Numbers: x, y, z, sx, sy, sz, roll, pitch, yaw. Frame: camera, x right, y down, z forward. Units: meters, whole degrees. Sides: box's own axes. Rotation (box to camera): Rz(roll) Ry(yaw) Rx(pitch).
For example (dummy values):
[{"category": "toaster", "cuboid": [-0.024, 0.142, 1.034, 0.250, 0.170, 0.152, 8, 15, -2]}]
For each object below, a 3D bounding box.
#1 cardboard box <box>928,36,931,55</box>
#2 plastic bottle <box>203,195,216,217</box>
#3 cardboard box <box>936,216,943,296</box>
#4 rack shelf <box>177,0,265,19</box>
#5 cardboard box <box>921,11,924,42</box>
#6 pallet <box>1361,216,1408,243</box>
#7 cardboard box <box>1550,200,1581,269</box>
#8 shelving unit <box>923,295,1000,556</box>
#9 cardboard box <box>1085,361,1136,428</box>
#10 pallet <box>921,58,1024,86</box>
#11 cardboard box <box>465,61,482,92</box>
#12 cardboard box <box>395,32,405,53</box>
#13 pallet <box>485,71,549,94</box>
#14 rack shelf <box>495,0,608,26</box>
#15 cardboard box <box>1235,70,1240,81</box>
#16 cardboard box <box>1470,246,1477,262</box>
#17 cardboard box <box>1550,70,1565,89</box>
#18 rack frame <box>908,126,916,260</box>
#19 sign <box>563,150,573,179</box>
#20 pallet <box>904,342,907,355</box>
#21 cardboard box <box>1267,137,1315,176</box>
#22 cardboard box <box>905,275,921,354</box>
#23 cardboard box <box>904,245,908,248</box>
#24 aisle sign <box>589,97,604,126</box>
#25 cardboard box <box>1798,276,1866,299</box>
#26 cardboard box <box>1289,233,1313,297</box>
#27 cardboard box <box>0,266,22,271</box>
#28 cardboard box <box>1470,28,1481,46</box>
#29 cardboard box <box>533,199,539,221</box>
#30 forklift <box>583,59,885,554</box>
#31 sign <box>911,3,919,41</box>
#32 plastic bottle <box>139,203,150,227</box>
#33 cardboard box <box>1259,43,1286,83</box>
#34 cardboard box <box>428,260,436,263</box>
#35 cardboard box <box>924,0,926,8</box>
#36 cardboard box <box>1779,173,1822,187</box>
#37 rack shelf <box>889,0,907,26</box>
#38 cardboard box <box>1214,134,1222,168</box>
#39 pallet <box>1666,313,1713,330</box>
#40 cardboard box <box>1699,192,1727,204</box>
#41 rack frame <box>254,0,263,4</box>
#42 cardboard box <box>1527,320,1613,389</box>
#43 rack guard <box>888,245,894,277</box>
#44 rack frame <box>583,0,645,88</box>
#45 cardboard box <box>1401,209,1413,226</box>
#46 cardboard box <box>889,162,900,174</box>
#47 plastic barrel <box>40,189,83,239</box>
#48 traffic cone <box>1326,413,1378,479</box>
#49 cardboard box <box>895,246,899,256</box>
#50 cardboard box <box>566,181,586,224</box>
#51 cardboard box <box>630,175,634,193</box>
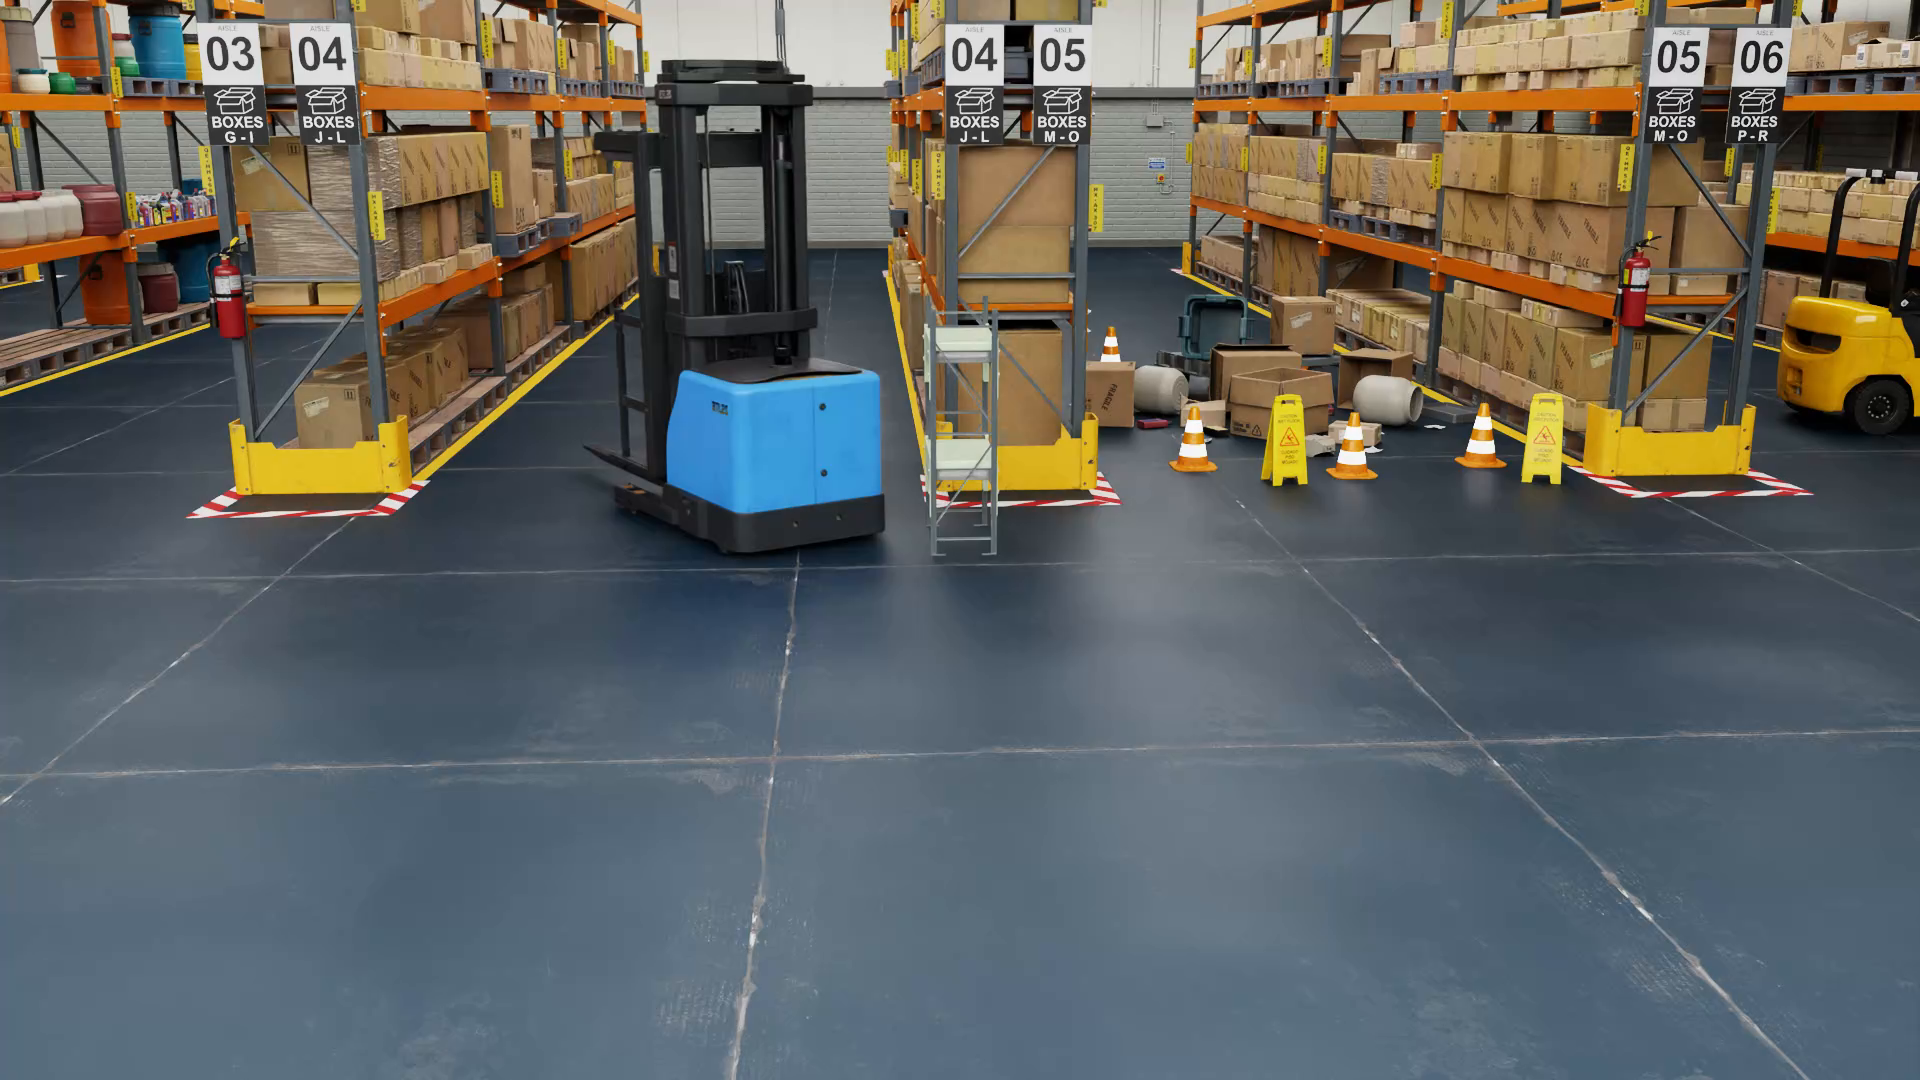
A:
[{"category": "cardboard box", "cuboid": [-0.058, -3.896, 13.089, 0.380, 0.149, 0.250, -1, 14, -3]}, {"category": "plastic bottle", "cuboid": [-9.854, -4.419, 21.782, 0.144, 0.351, 0.185, -1, 14, -3]}, {"category": "cardboard box", "cuboid": [0.271, -2.157, 12.589, 0.875, 0.550, 0.550, -1, 14, -3]}, {"category": "rack shelf", "cuboid": [-10.373, -7.573, 24.149, 1.077, 0.370, 4.000, -1, 14, -3]}, {"category": "cardboard box", "cuboid": [-0.069, -4.376, 14.154, 0.500, 0.250, 0.500, -1, 14, -4]}, {"category": "pallet", "cuboid": [4.997, -3.363, 17.962, 1.003, 0.211, 1.213, -1, 14, -3]}, {"category": "cardboard box", "cuboid": [4.994, -2.406, 13.059, 0.500, 0.500, 0.500, -1, 14, -3]}, {"category": "shelving unit", "cuboid": [0.000, -0.725, 10.333, 0.431, 1.500, 0.755, -1, 14, -3]}, {"category": "cardboard box", "cuboid": [1.268, -1.272, 14.460, 0.500, 0.500, 0.500, 2, 15, 6]}, {"category": "pallet", "cuboid": [0.187, -4.057, 14.434, 1.003, 0.211, 1.213, -1, 14, -3]}, {"category": "cardboard box", "cuboid": [-4.521, -4.070, 14.608, 0.500, 0.250, 0.500, 0, 14, -1]}, {"category": "cardboard box", "cuboid": [-4.363, -3.706, 12.392, 0.380, 0.149, 0.250, -1, 14, -4]}, {"category": "pallet", "cuboid": [-4.809, -4.574, 16.643, 1.213, 0.211, 1.003, -1, 14, -3]}, {"category": "rack shelf", "cuboid": [-5.181, -6.655, 20.579, 1.077, 0.370, 4.000, -1, 14, -3]}, {"category": "cardboard box", "cuboid": [4.210, -6.745, 24.162, 0.380, 0.149, 0.250, -1, 14, -2]}, {"category": "cardboard box", "cuboid": [4.895, -2.620, 15.194, 0.380, 0.149, 0.250, -1, 14, -4]}, {"category": "cardboard box", "cuboid": [4.976, -3.692, 13.341, 0.380, 0.149, 0.250, -1, 14, -5]}, {"category": "rack frame", "cuboid": [-0.101, -3.846, 19.454, 1.000, 3.000, 0.127, -1, 14, -3]}, {"category": "sign", "cuboid": [-4.516, -4.328, 19.161, 0.100, 0.325, 0.005, -1, 14, -3]}, {"category": "pallet", "cuboid": [-0.127, -2.298, 19.035, 1.003, 0.211, 1.213, -1, 14, -3]}, {"category": "cardboard box", "cuboid": [4.414, -5.110, 22.160, 0.500, 0.500, 0.500, -1, 14, -5]}, {"category": "cardboard box", "cuboid": [-0.037, -2.358, 17.343, 1.050, 0.750, 0.750, -1, 14, -3]}, {"category": "cardboard box", "cuboid": [-0.463, -3.620, 21.245, 0.500, 0.250, 0.500, -1, 14, -2]}, {"category": "aisle sign", "cuboid": [-5.857, -7.056, 26.715, 0.394, 0.787, 0.004, -1, 14, -3]}, {"category": "cardboard box", "cuboid": [9.903, -2.593, 18.508, 0.875, 0.625, 0.625, -1, 15, -6]}, {"category": "cardboard box", "cuboid": [4.823, -3.517, 21.596, 0.875, 0.875, 0.875, -1, 14, -3]}, {"category": "cardboard box", "cuboid": [-15.161, -4.503, 26.142, 0.500, 0.500, 0.500, -1, 14, -3]}, {"category": "cardboard box", "cuboid": [4.820, -4.522, 14.967, 0.380, 0.149, 0.250, 0, 14, -2]}, {"category": "cardboard box", "cuboid": [-4.685, -3.522, 17.623, 0.396, 0.266, 0.258, -1, 14, -5]}, {"category": "forklift", "cuboid": [-1.705, -1.648, 11.051, 1.130, 2.935, 3.031, -9, 17, -32]}, {"category": "sign", "cuboid": [-0.394, -4.696, 15.068, 0.100, 0.325, 0.005, -1, 14, -3]}, {"category": "plastic bottle", "cuboid": [-9.680, -3.857, 19.730, 0.061, 0.283, 0.133, -1, 14, -3]}, {"category": "cardboard box", "cuboid": [4.351, -6.423, 22.407, 0.500, 0.500, 0.500, -1, 14, -4]}, {"category": "cardboard box", "cuboid": [-4.486, -2.192, 13.532, 0.380, 0.149, 0.250, -1, 14, -3]}, {"category": "cardboard box", "cuboid": [-0.104, -4.471, 13.723, 0.380, 0.149, 0.250, -1, 14, -3]}, {"category": "cardboard box", "cuboid": [9.601, -4.109, 18.974, 0.380, 0.149, 0.250, -1, 14, -3]}, {"category": "rack shelf", "cuboid": [-0.472, -7.893, 24.596, 1.077, 0.370, 4.000, -1, 14, -3]}, {"category": "cardboard box", "cuboid": [4.194, -5.966, 25.485, 0.500, 0.500, 0.500, -1, 14, -3]}, {"category": "pallet", "cuboid": [9.779, -2.861, 21.222, 1.003, 0.211, 1.213, -1, 14, -3]}, {"category": "cardboard box", "cuboid": [9.364, -4.264, 20.741, 0.380, 0.149, 0.250, -1, 14, -2]}, {"category": "rack frame", "cuboid": [-10.496, -8.613, 25.942, 1.000, 3.000, 0.127, -1, 14, -3]}, {"category": "cardboard box", "cuboid": [4.984, -1.518, 13.576, 0.500, 0.500, 0.500, 0, 14, -1]}, {"category": "rack guard", "cuboid": [-0.592, -4.606, 27.425, 1.175, 0.500, 0.348, -1, 14, -3]}, {"category": "rack frame", "cuboid": [-5.553, -8.689, 26.239, 1.000, 3.000, 0.127, -1, 14, -3]}, {"category": "cardboard box", "cuboid": [4.723, -3.287, 16.945, 0.380, 0.149, 0.250, -1, 14, -4]}, {"category": "cardboard box", "cuboid": [-0.783, -5.105, 22.817, 0.380, 0.149, 0.250, 0, 14, -1]}, {"category": "plastic barrel", "cuboid": [-9.724, -3.520, 17.962, 0.421, 0.512, 0.421, 0, 14, 0]}, {"category": "traffic cone", "cuboid": [2.928, -0.715, 12.375, 0.336, 0.463, 0.334, -1, 14, -3]}, {"category": "cardboard box", "cuboid": [-0.785, -4.359, 25.134, 0.380, 0.149, 0.250, -1, 14, -5]}, {"category": "cardboard box", "cuboid": [-4.850, -4.096, 20.226, 0.500, 0.500, 0.500, -1, 14, -5]}, {"category": "cardboard box", "cuboid": [-5.159, -5.357, 25.031, 0.500, 0.250, 0.500, -1, 14, -3]}]
